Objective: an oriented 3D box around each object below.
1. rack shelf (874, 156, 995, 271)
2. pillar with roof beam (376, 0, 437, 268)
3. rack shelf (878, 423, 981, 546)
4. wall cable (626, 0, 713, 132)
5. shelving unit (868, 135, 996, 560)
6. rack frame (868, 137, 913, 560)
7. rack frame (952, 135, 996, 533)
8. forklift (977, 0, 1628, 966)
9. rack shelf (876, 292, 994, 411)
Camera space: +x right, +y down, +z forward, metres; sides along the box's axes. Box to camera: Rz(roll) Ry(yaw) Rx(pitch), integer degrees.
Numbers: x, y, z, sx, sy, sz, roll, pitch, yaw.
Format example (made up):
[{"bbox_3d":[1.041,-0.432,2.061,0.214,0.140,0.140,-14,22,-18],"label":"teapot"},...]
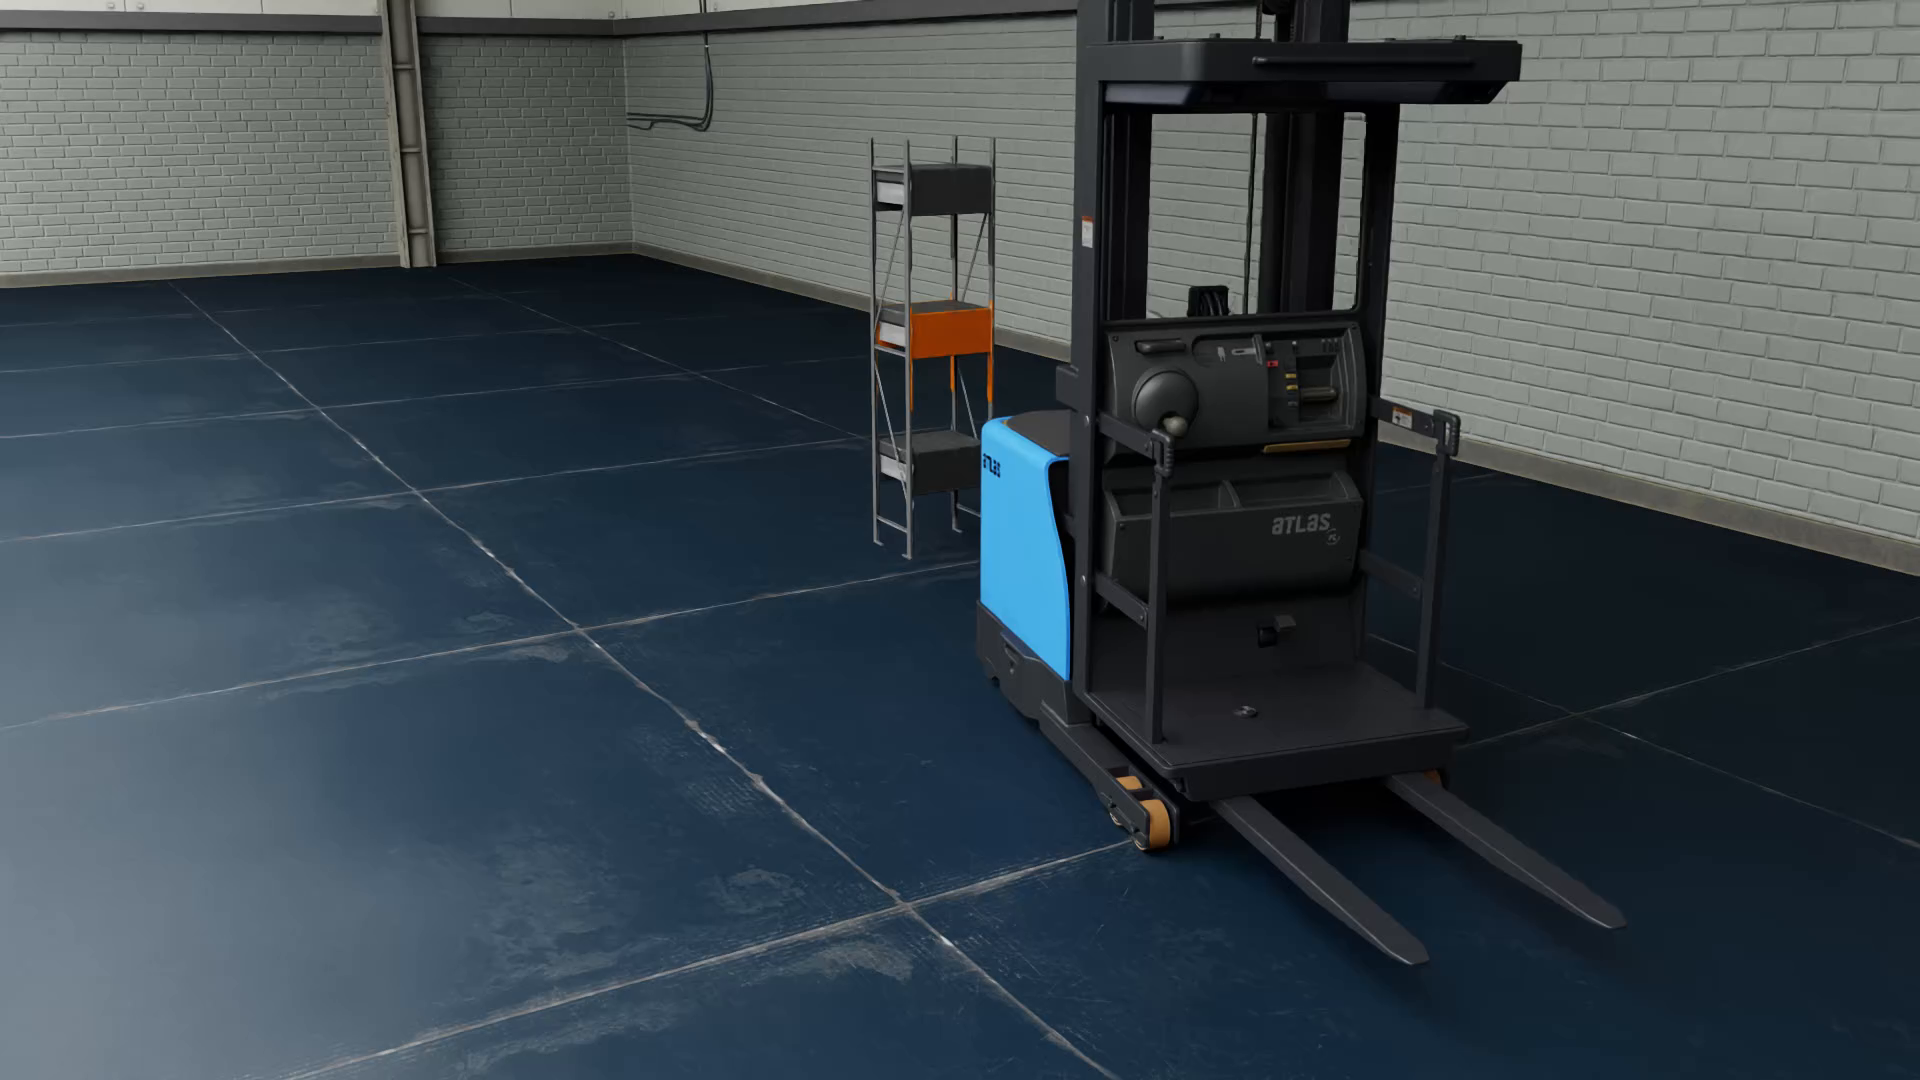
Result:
[{"bbox_3d":[-0.142,-1.649,8.359,0.480,0.518,0.431,-9,18,-30],"label":"rack shelf"},{"bbox_3d":[-4.813,-6.894,16.831,0.400,9.000,9.100,-9,18,-30],"label":"pillar with roof beam"},{"bbox_3d":[-0.142,-0.301,8.737,0.480,0.518,0.431,-9,18,-30],"label":"rack shelf"},{"bbox_3d":[-3.824,-6.498,21.173,0.112,2.526,3.097,-9,18,-30],"label":"wall cable"},{"bbox_3d":[-0.142,-0.988,8.544,0.503,2.100,0.431,-9,18,-30],"label":"shelving unit"},{"bbox_3d":[-0.351,-0.954,8.423,0.015,2.100,0.400,-9,18,-30],"label":"rack frame"},{"bbox_3d":[0.067,-1.022,8.665,0.015,2.100,0.400,-9,18,-30],"label":"rack frame"},{"bbox_3d":[1.003,-0.533,5.380,1.130,2.935,3.031,-5,16,-17],"label":"forklift"},{"bbox_3d":[-0.142,-0.975,8.548,0.480,0.518,0.431,-9,18,-30],"label":"rack shelf"}]
